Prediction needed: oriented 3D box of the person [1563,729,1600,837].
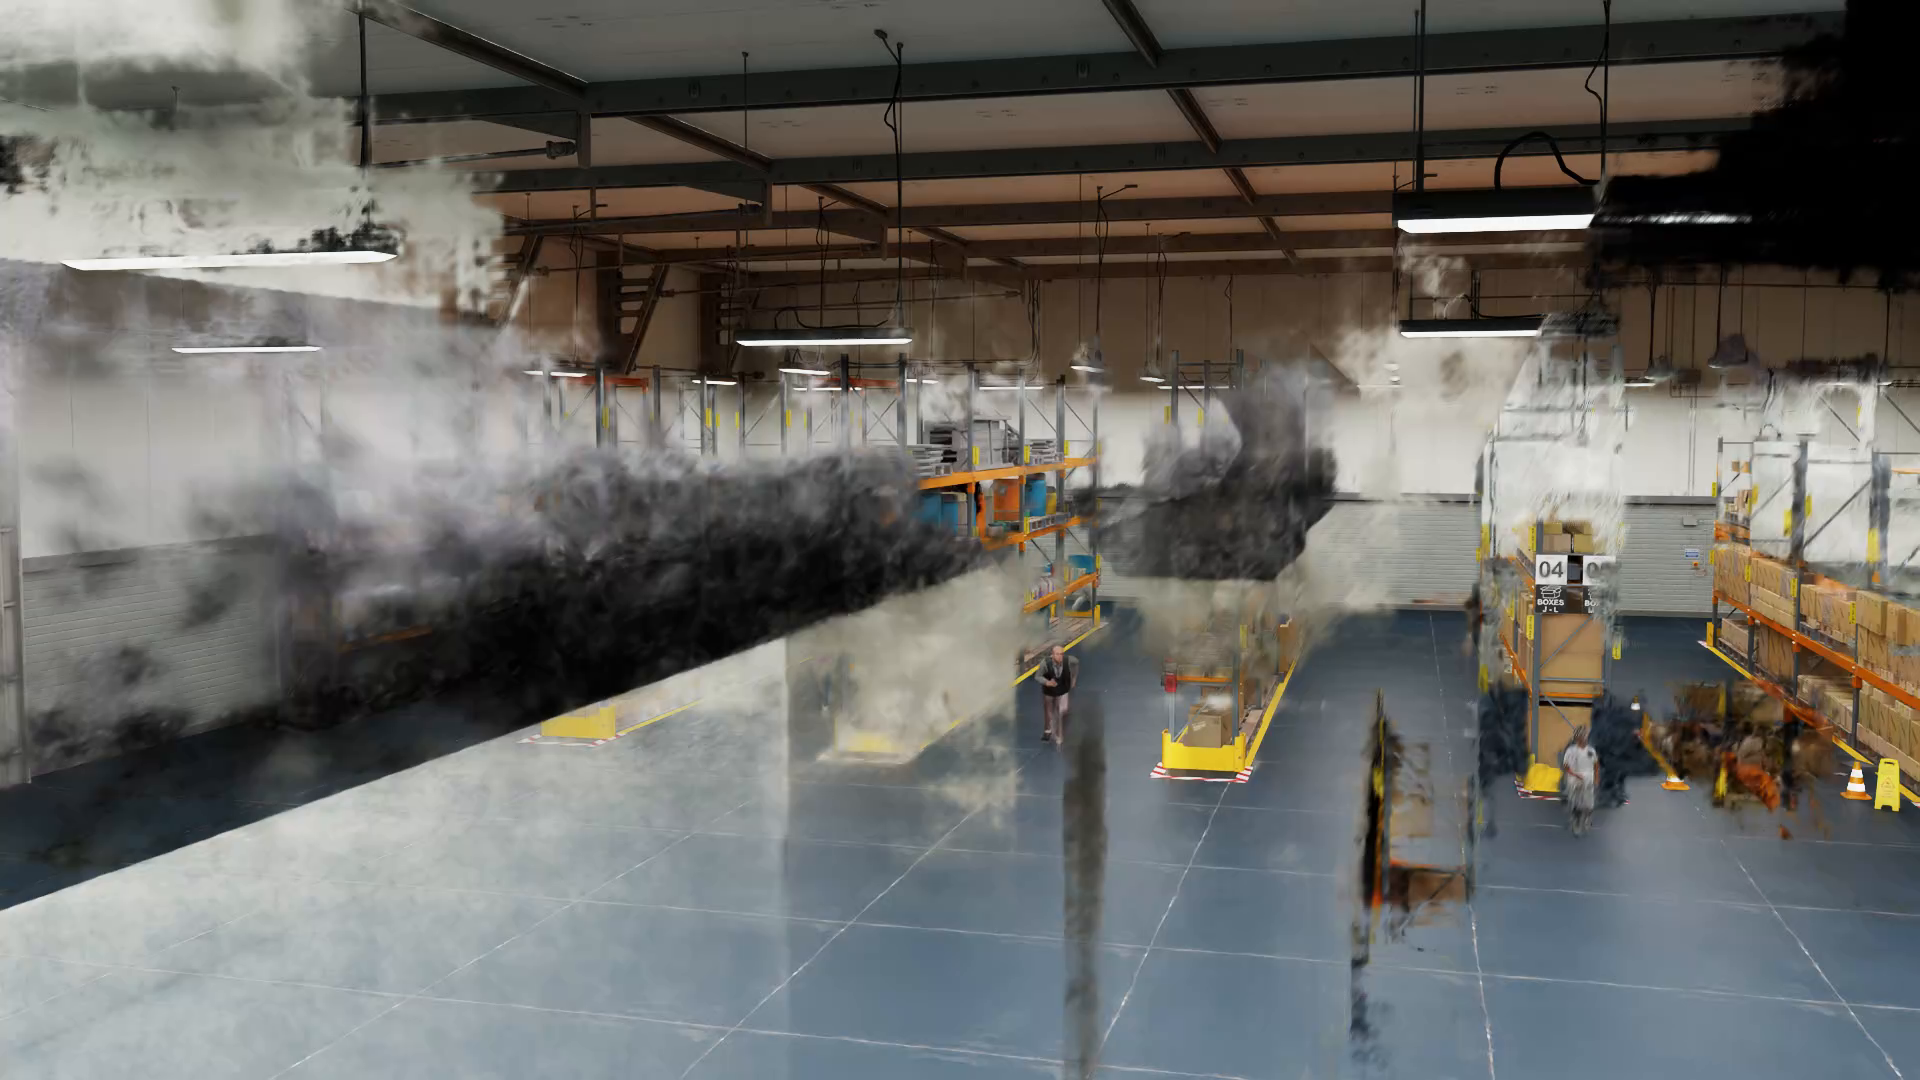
[{"bbox_3d":[-6.695,1.726,34.130,0.569,1.661,0.554,1,4,9],"label":"person"}]
